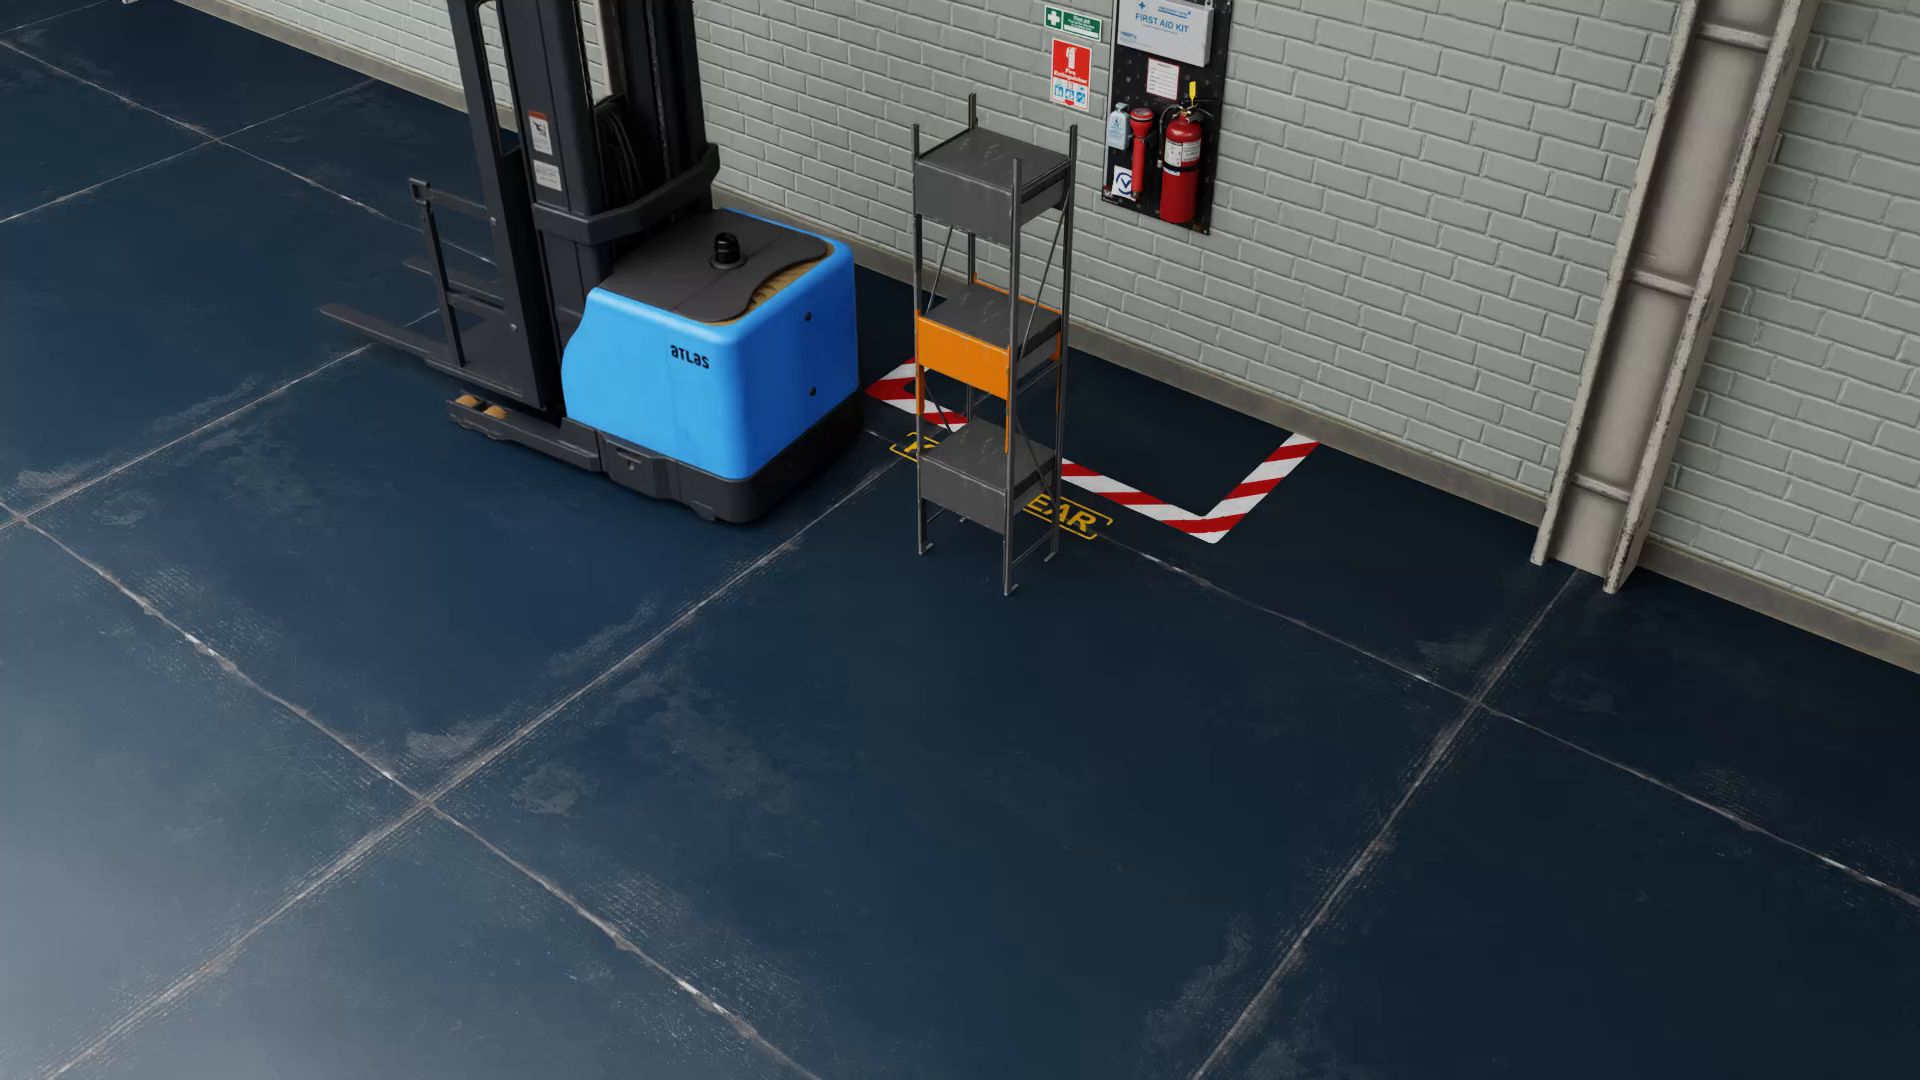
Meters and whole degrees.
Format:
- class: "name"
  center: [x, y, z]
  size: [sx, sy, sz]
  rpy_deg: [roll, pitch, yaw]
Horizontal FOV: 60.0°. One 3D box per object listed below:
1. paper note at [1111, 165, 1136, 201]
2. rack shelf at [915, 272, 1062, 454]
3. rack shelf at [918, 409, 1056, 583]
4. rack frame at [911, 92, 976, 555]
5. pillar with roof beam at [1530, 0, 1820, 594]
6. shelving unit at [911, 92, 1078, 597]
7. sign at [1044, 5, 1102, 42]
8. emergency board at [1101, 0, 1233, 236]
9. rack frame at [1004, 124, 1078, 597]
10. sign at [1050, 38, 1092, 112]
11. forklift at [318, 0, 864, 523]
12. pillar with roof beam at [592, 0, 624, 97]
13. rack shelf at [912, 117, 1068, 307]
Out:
- class: "paper note"
  center: [0.825, -1.782, 8.308]
  size: [0.142, 0.148, 0.016]
  rpy_deg: [25, 45, 29]
- class: "rack shelf"
  center: [0.132, -0.754, 7.032]
  size: [0.480, 0.518, 0.431]
  rpy_deg: [25, 45, 29]
- class: "rack shelf"
  center: [0.132, -0.203, 7.463]
  size: [0.480, 0.518, 0.431]
  rpy_deg: [25, 45, 29]
- class: "rack frame"
  center: [-0.062, -0.856, 7.140]
  size: [0.015, 2.100, 0.400]
  rpy_deg: [25, 45, 29]
- class: "pillar with roof beam"
  center: [0.248, -1.339, 2.160]
  size: [0.400, 9.000, 9.100]
  rpy_deg: [25, 45, 29]
- class: "shelving unit"
  center: [0.132, -0.765, 7.024]
  size: [0.503, 2.100, 0.431]
  rpy_deg: [25, 45, 29]
- class: "sign"
  center: [0.545, -2.503, 8.055]
  size: [0.331, 0.109, 0.001]
  rpy_deg: [25, 45, 29]
- class: "emergency board"
  center: [0.923, -2.029, 7.908]
  size: [0.643, 1.169, 0.194]
  rpy_deg: [25, 45, 29]
- class: "rack frame"
  center: [0.325, -0.673, 6.907]
  size: [0.015, 2.100, 0.400]
  rpy_deg: [25, 45, 29]
- class: "sign"
  center: [0.547, -2.301, 8.226]
  size: [0.234, 0.329, 0.001]
  rpy_deg: [25, 45, 29]
- class: "forklift"
  center: [-2.007, -1.916, 7.820]
  size: [3.031, 2.935, 1.130]
  rpy_deg: [21, 43, 24]
- class: "pillar with roof beam"
  center: [-4.518, -3.586, 5.031]
  size: [0.400, 9.000, 9.100]
  rpy_deg: [25, 45, 29]
- class: "rack shelf"
  center: [0.132, -1.305, 6.600]
  size: [0.480, 0.518, 0.431]
  rpy_deg: [25, 45, 29]
